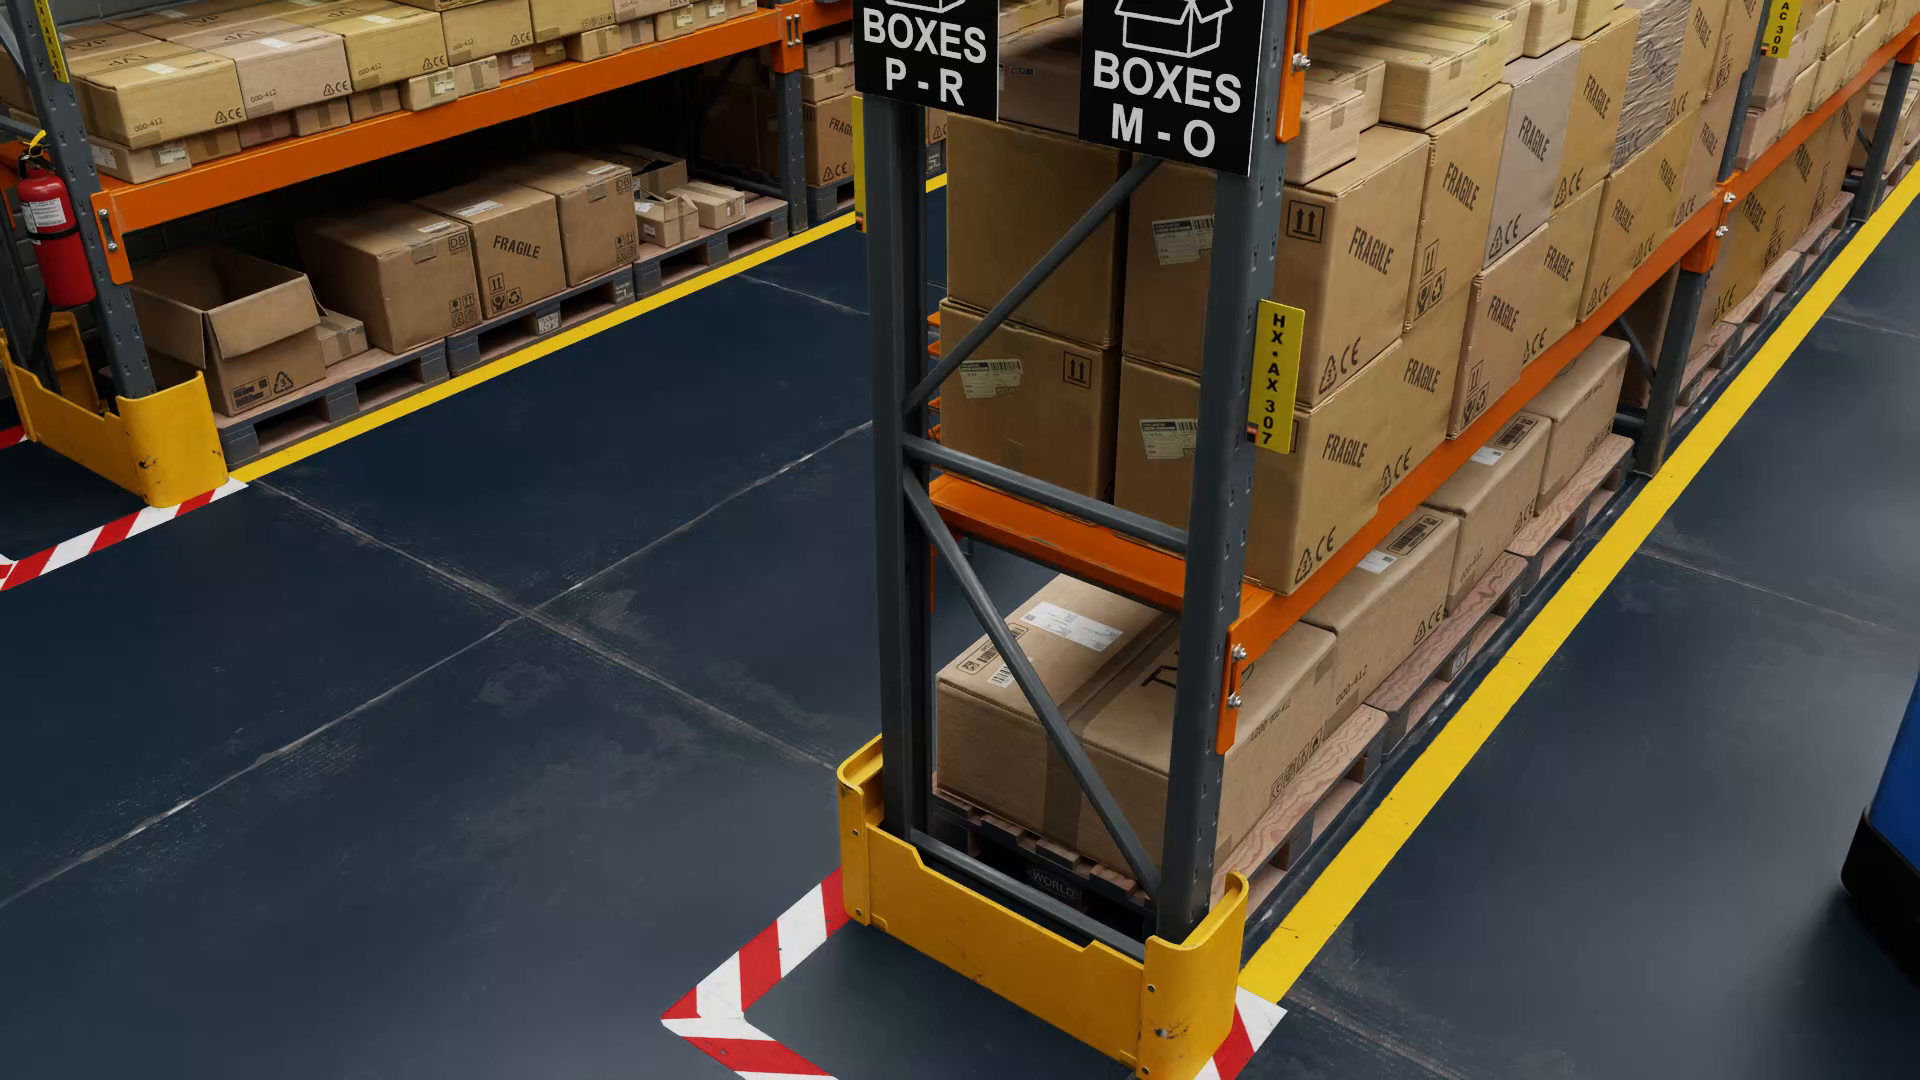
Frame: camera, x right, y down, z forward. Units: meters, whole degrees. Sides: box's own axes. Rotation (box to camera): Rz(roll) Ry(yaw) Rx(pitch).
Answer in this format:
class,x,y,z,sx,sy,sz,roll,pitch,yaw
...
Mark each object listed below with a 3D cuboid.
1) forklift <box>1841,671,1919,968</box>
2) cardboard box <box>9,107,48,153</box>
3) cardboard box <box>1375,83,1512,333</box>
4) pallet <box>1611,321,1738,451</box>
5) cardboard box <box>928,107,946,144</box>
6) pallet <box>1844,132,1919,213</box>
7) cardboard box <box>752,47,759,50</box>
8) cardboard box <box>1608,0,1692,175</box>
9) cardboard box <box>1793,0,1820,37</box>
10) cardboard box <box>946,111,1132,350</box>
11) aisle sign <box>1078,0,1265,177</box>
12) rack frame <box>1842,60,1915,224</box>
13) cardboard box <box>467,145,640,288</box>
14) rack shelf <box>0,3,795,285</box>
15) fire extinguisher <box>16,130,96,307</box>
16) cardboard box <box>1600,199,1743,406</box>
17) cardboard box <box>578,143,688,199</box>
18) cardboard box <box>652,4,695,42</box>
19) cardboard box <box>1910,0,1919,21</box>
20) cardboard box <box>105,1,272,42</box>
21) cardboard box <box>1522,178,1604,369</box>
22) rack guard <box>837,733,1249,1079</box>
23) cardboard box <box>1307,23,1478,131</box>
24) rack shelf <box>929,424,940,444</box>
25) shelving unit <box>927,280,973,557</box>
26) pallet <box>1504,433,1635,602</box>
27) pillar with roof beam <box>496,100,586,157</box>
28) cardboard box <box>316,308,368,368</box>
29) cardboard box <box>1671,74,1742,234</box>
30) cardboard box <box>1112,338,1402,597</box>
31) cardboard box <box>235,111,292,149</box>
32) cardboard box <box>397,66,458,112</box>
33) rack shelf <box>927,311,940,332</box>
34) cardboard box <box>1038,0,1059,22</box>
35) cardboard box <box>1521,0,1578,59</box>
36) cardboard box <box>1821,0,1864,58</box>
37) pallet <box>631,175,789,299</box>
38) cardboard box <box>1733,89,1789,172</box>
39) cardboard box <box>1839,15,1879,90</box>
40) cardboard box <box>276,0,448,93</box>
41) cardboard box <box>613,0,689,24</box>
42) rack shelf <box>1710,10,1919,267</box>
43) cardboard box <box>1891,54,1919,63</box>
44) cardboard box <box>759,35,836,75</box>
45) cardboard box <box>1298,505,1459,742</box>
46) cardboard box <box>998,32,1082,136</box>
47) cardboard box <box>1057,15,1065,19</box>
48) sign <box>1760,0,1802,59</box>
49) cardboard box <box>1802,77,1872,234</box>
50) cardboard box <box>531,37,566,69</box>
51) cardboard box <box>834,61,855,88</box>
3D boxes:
class,x,y,z,sx,sy,sz,roll,pitch,yaw
forklift,4.167,-0.102,4.048,3.031,2.935,1.130,-5,31,-9
cardboard box,-3.761,-1.737,6.986,0.380,0.149,0.250,21,36,31
cardboard box,1.036,-0.895,4.239,0.500,0.500,0.500,20,36,30
pallet,3.033,-0.865,8.003,1.003,0.211,1.213,21,37,31
cardboard box,-0.242,-2.908,10.754,0.500,0.500,0.500,20,36,30
pallet,5.515,-2.471,10.713,1.003,0.211,1.213,21,37,31
cardboard box,-1.185,-2.985,10.249,0.380,0.149,0.250,21,37,31
cardboard box,1.950,-1.511,5.278,0.500,0.500,0.500,22,37,32
cardboard box,3.122,-2.291,6.596,0.500,0.500,0.500,22,37,32
cardboard box,0.314,-0.844,4.154,0.500,0.500,0.500,22,37,33
aisle sign,0.401,-1.102,3.117,0.394,0.787,0.004,21,37,31
rack frame,5.042,-3.354,9.467,1.000,3.000,0.127,21,37,31
cardboard box,-2.128,-1.710,8.734,0.700,0.500,0.500,20,36,30
rack shelf,-2.539,-2.132,8.110,1.077,0.370,4.000,21,37,31
fire extinguisher,-3.467,-1.232,6.329,0.296,0.674,0.183,21,37,31
cardboard box,2.938,-1.271,7.625,0.875,0.875,0.875,22,37,33
cardboard box,-1.919,-2.082,9.547,0.500,0.311,0.500,23,37,33
cardboard box,-1.601,-2.713,8.632,0.380,0.149,0.250,22,37,32
cardboard box,4.944,-3.004,9.024,0.500,0.250,0.500,20,36,30
cardboard box,-3.368,-2.169,7.324,0.500,0.250,0.500,21,37,31
cardboard box,1.625,-0.876,5.188,0.500,0.500,0.500,22,37,33
rack guard,0.199,0.983,4.601,1.175,0.500,0.348,21,37,31
cardboard box,0.998,-1.112,3.969,0.380,0.149,0.250,22,37,33
rack shelf,0.009,-0.381,6.538,0.258,0.103,0.180,21,37,31
shelving unit,0.009,-0.522,6.454,0.258,1.200,0.189,21,37,31
pallet,2.106,-0.243,6.954,1.003,0.211,1.213,21,37,31
pillar with roof beam,0.961,-4.504,5.524,9.100,9.000,0.400,21,37,31
cardboard box,-3.014,-0.963,7.816,0.380,0.149,0.250,20,36,29
cardboard box,2.551,-1.504,6.247,0.500,0.500,0.500,21,37,32
cardboard box,0.732,-0.252,4.135,0.500,0.500,0.500,21,36,31
cardboard box,-3.082,-1.804,7.099,0.380,0.149,0.250,21,36,31
cardboard box,-2.512,-2.078,7.560,0.380,0.149,0.250,20,36,30
rack shelf,0.009,-0.794,6.293,0.258,0.103,0.180,21,37,31
cardboard box,0.457,-3.678,11.418,0.380,0.149,0.250,22,37,33
cardboard box,1.443,-1.436,4.516,0.380,0.149,0.250,21,37,32
cardboard box,3.736,-2.388,7.494,0.500,0.250,0.500,22,37,32
pallet,-1.747,-1.775,9.539,1.003,0.211,1.213,21,37,31
cardboard box,3.104,-1.761,6.926,0.500,0.250,0.500,20,36,30
cardboard box,4.046,-2.376,7.963,0.500,0.250,0.500,20,36,31
cardboard box,-2.650,-2.205,7.384,0.500,0.250,0.500,20,36,30
cardboard box,-1.736,-2.827,8.434,0.500,0.250,0.500,21,37,31
rack shelf,3.835,-2.231,8.279,1.077,0.370,4.000,21,37,31
cardboard box,6.292,-3.240,11.440,0.950,0.372,0.625,22,37,33
cardboard box,-0.952,-2.849,9.727,0.380,0.149,0.250,20,36,30
cardboard box,1.077,0.146,5.663,0.875,0.438,0.875,22,37,33
cardboard box,0.270,-1.062,3.884,0.380,0.149,0.250,22,37,32
cardboard box,0.688,-3.547,11.833,0.500,0.500,0.500,21,36,31
sign,3.071,-1.964,6.195,0.100,0.325,0.005,21,37,31
cardboard box,4.559,-2.365,9.471,0.875,0.875,0.875,21,36,31
cardboard box,-2.157,-2.432,8.158,0.380,0.149,0.250,22,37,32
cardboard box,-0.798,-2.839,10.001,0.380,0.149,0.250,20,36,30
